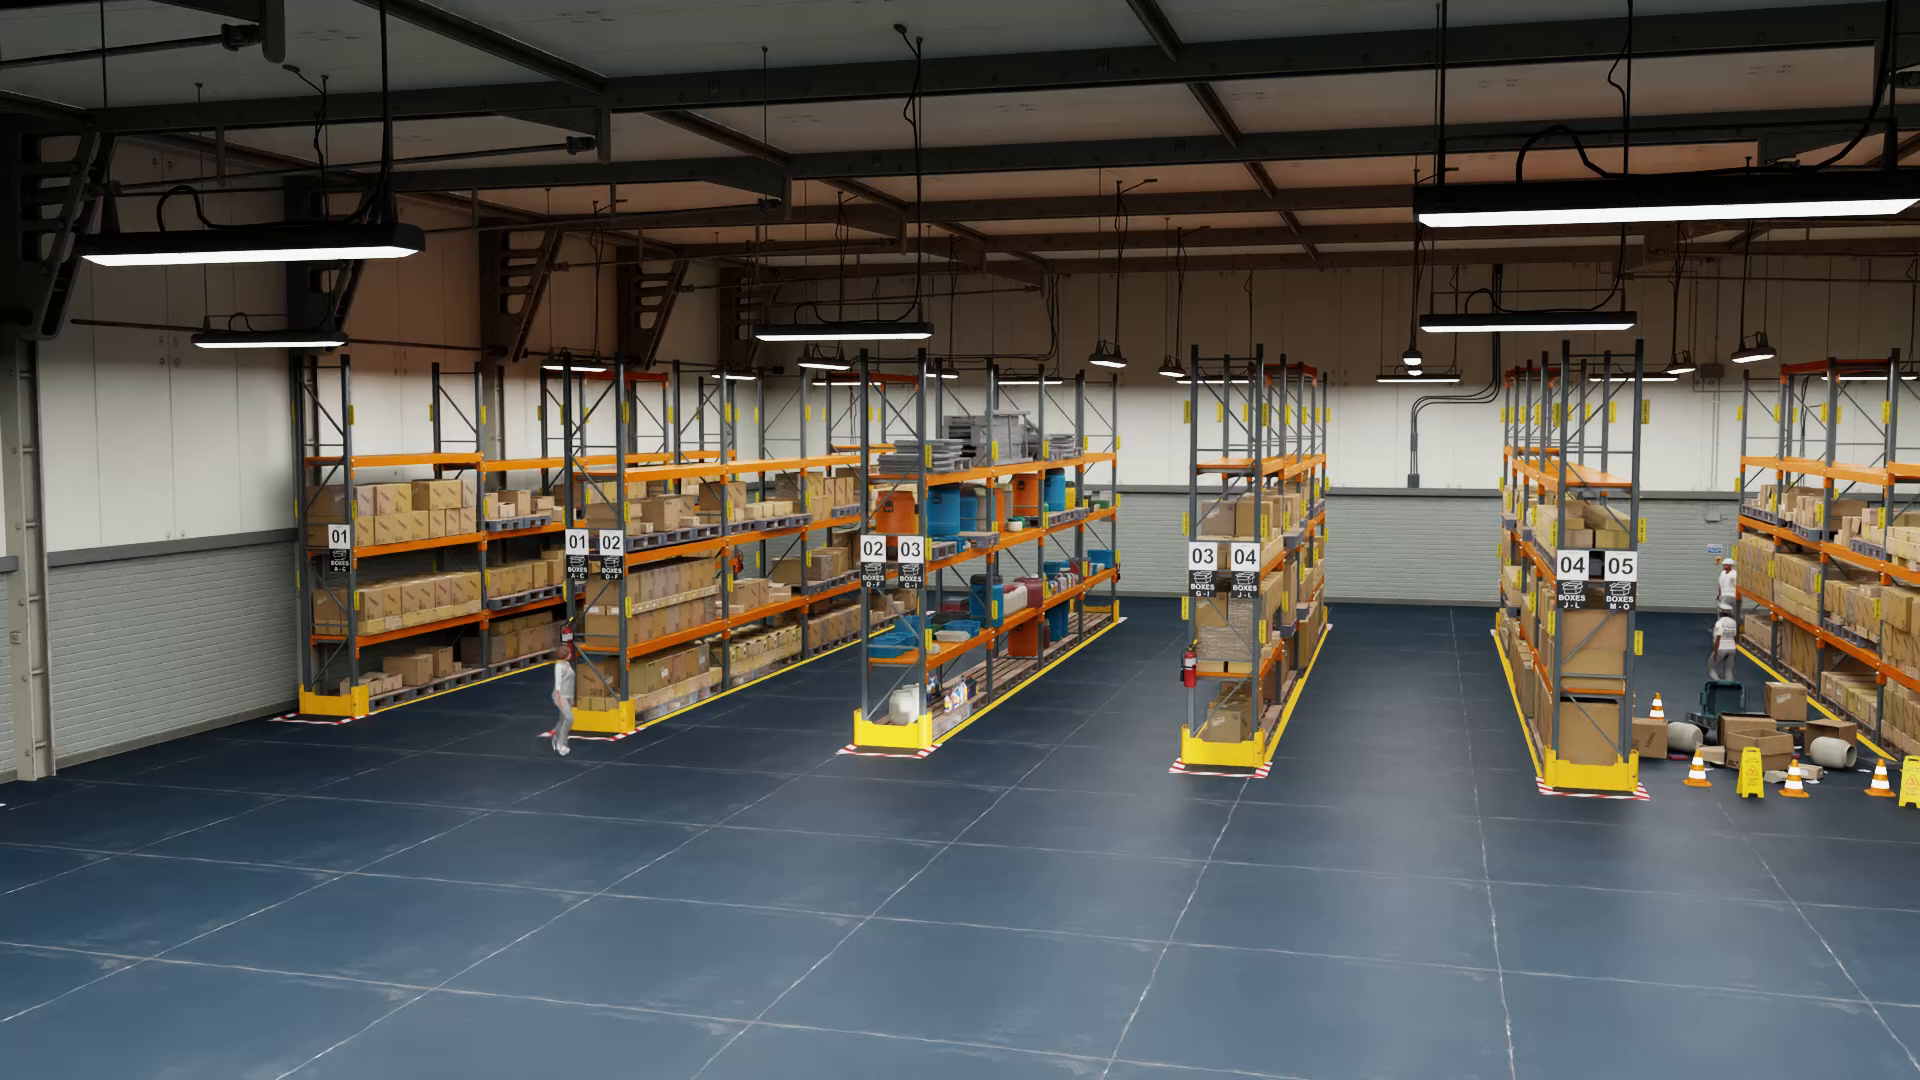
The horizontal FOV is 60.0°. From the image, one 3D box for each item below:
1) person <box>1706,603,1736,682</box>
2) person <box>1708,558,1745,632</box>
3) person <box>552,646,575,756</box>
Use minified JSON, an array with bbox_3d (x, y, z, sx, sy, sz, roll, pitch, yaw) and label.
[{"bbox_3d":[13.463,1.980,29.324,0.495,1.711,0.389,-1,4,-15],"label":"person"},{"bbox_3d":[17.672,1.275,38.163,0.996,1.731,0.562,0,4,5],"label":"person"},{"bbox_3d":[-5.857,2.416,24.584,0.445,1.520,0.445,1,4,14],"label":"person"}]
